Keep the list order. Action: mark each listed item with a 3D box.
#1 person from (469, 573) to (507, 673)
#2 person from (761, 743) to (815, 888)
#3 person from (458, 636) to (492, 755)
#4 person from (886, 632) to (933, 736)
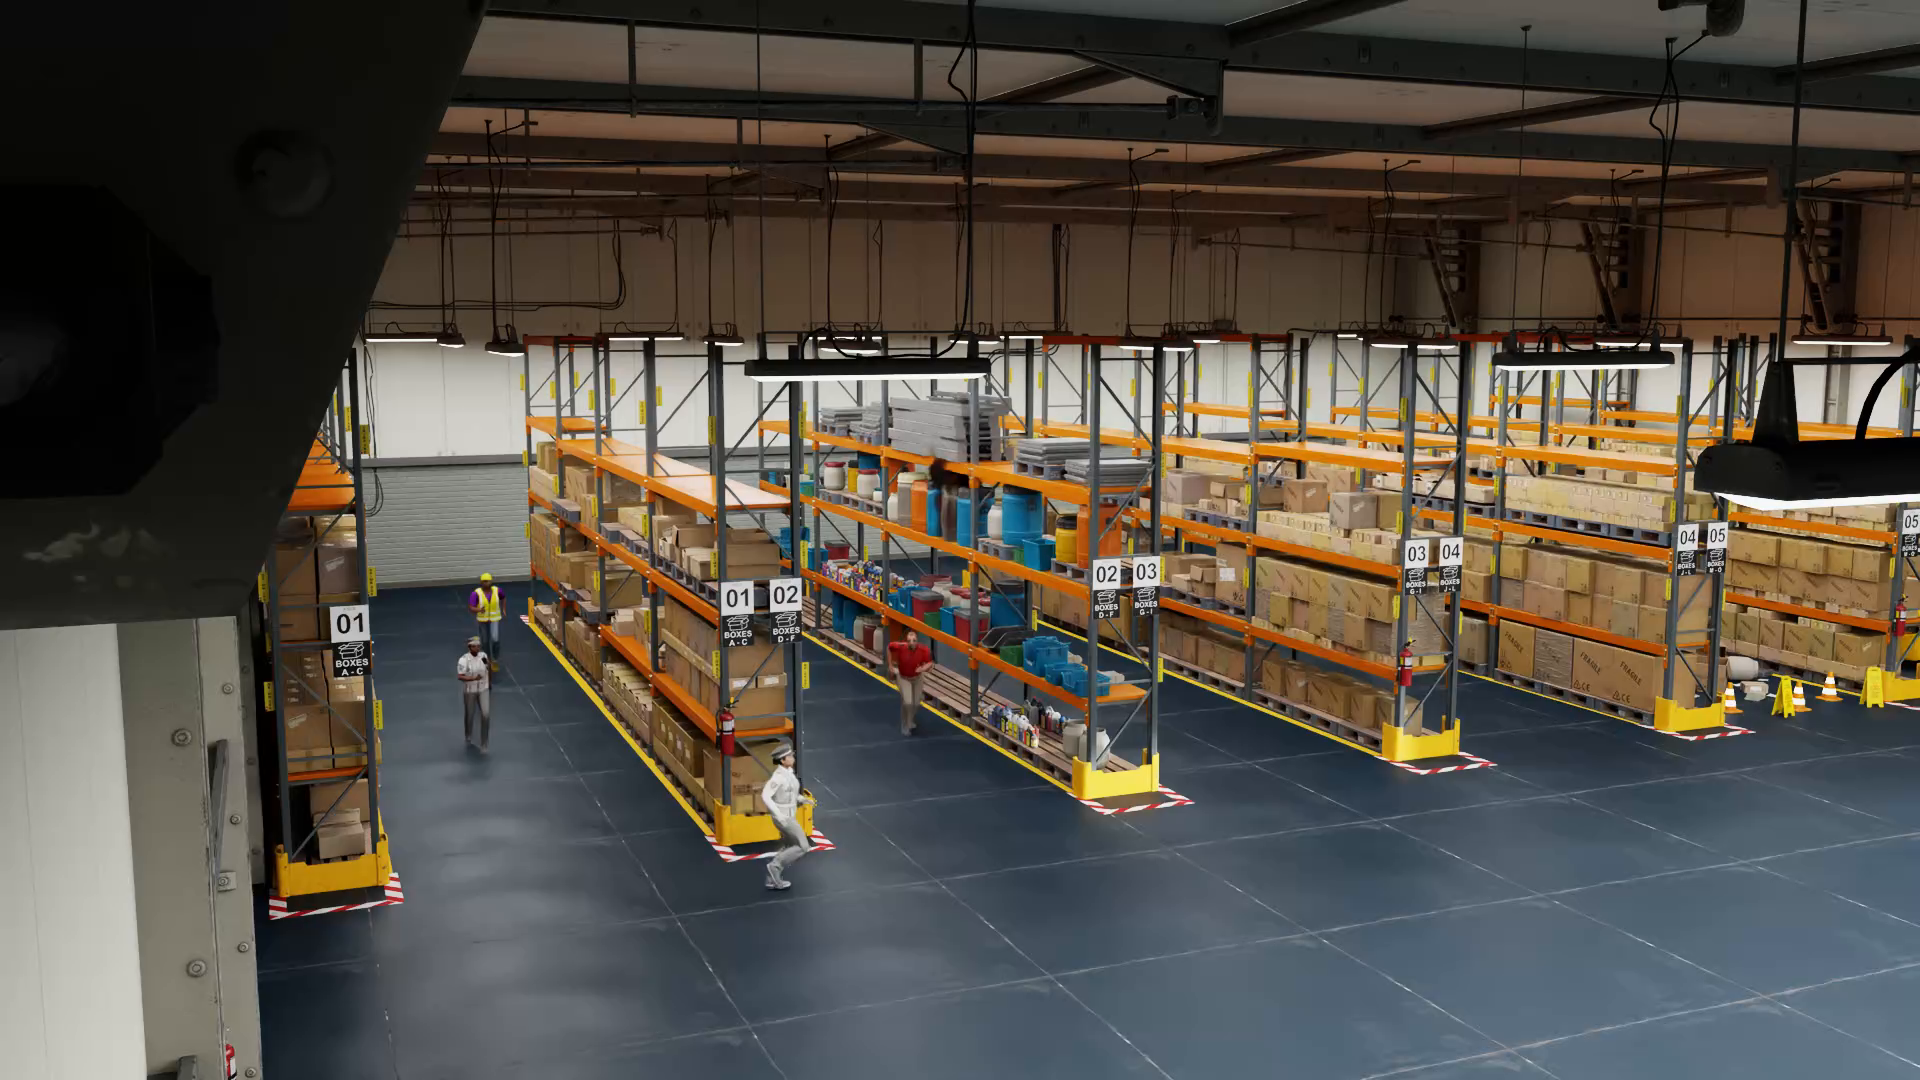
[{"bbox_3d":[-8.486,1.488,29.941,0.659,1.812,0.832,-2,8,-17],"label":"person"},{"bbox_3d":[-1.897,3.063,18.454,0.563,1.649,0.606,0,8,1],"label":"person"},{"bbox_3d":[-7.123,2.253,24.443,0.521,1.749,0.847,-4,9,-27],"label":"person"},{"bbox_3d":[-0.768,2.191,25.329,0.681,1.702,0.932,-1,8,-9],"label":"person"}]
